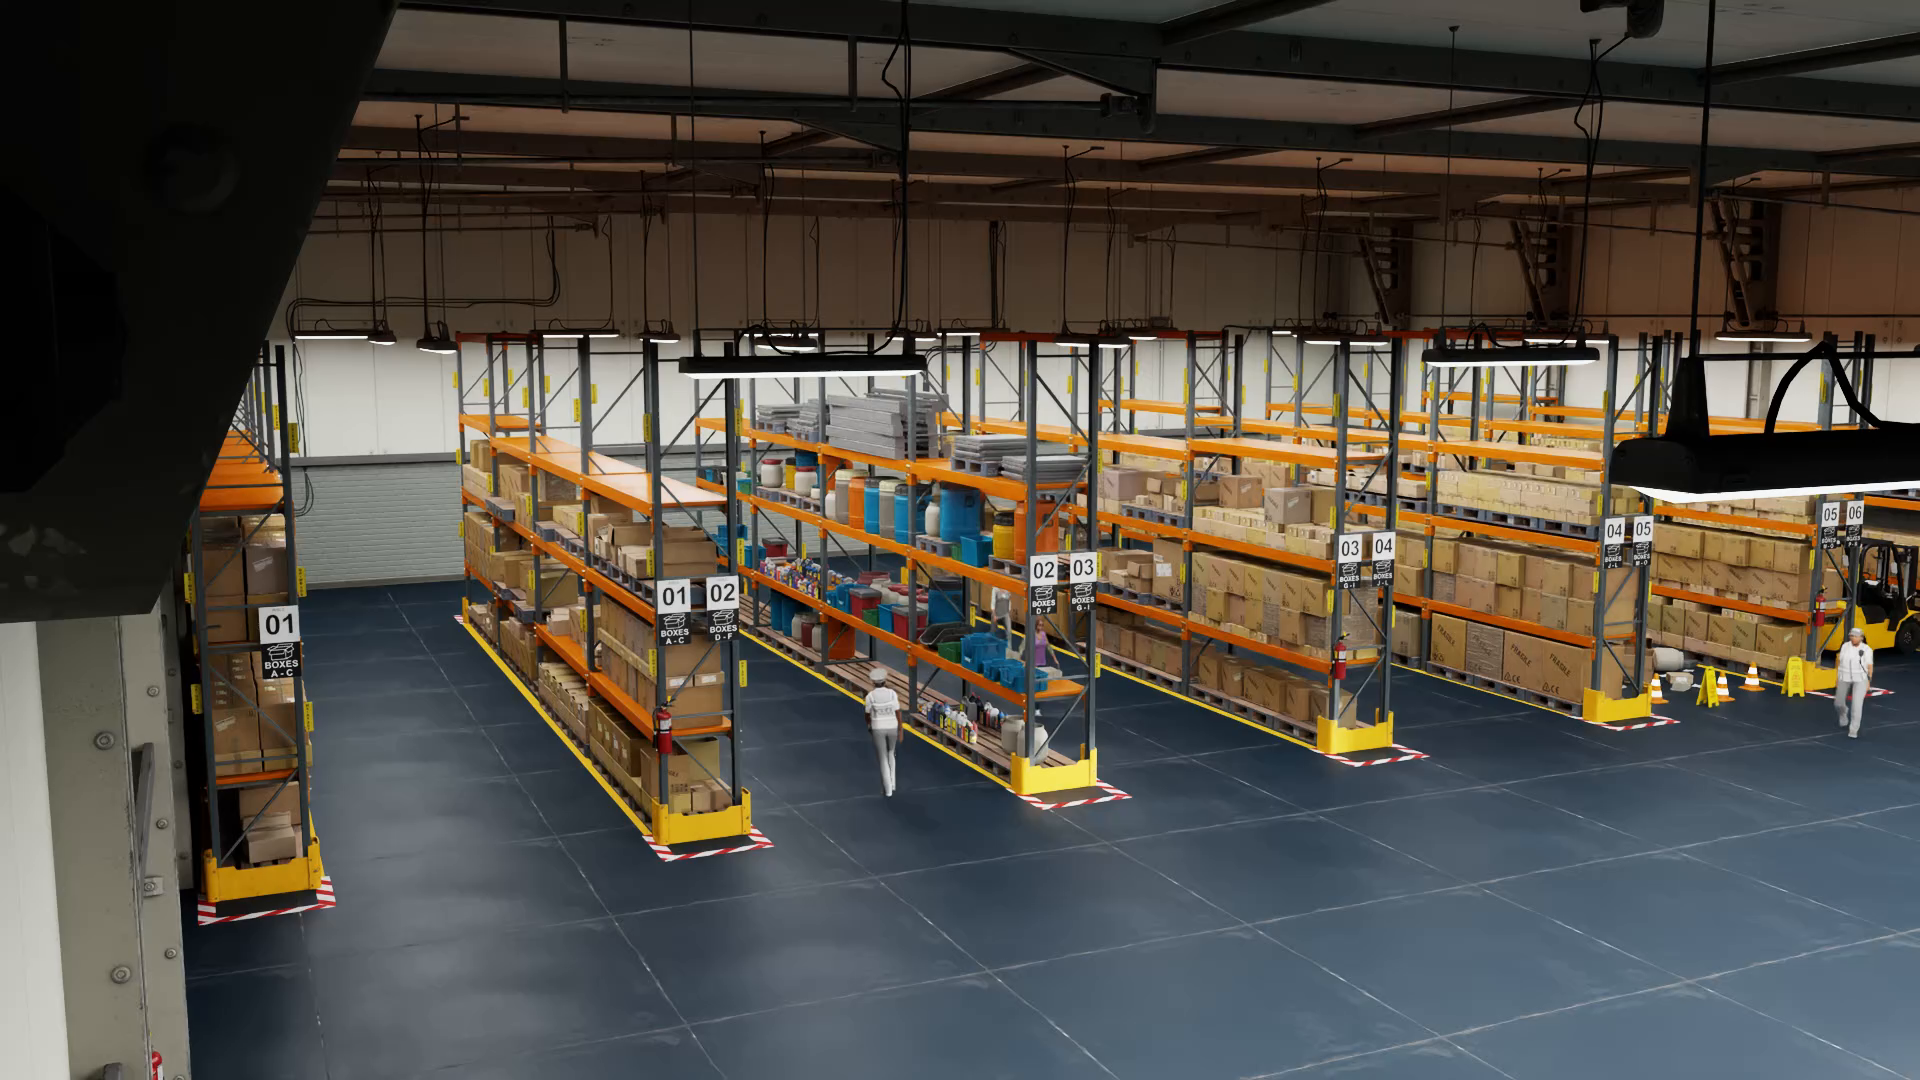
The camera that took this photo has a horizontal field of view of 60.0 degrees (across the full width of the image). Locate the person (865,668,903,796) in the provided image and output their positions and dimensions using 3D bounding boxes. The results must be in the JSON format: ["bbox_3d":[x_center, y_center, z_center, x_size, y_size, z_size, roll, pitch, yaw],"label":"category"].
[{"bbox_3d":[-1.026,2.553,22.087,0.468,1.728,0.646,-3,8,-19],"label":"person"}]

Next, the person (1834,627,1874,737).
[{"bbox_3d":[13.539,2.117,25.170,0.483,1.637,0.725,5,9,33],"label":"person"}]

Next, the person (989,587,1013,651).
[{"bbox_3d":[0.751,1.404,30.844,0.446,1.521,0.986,-3,8,-24],"label":"person"}]

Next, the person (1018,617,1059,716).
[{"bbox_3d":[1.214,2.020,26.499,0.556,1.632,0.574,-6,10,-37],"label":"person"}]
